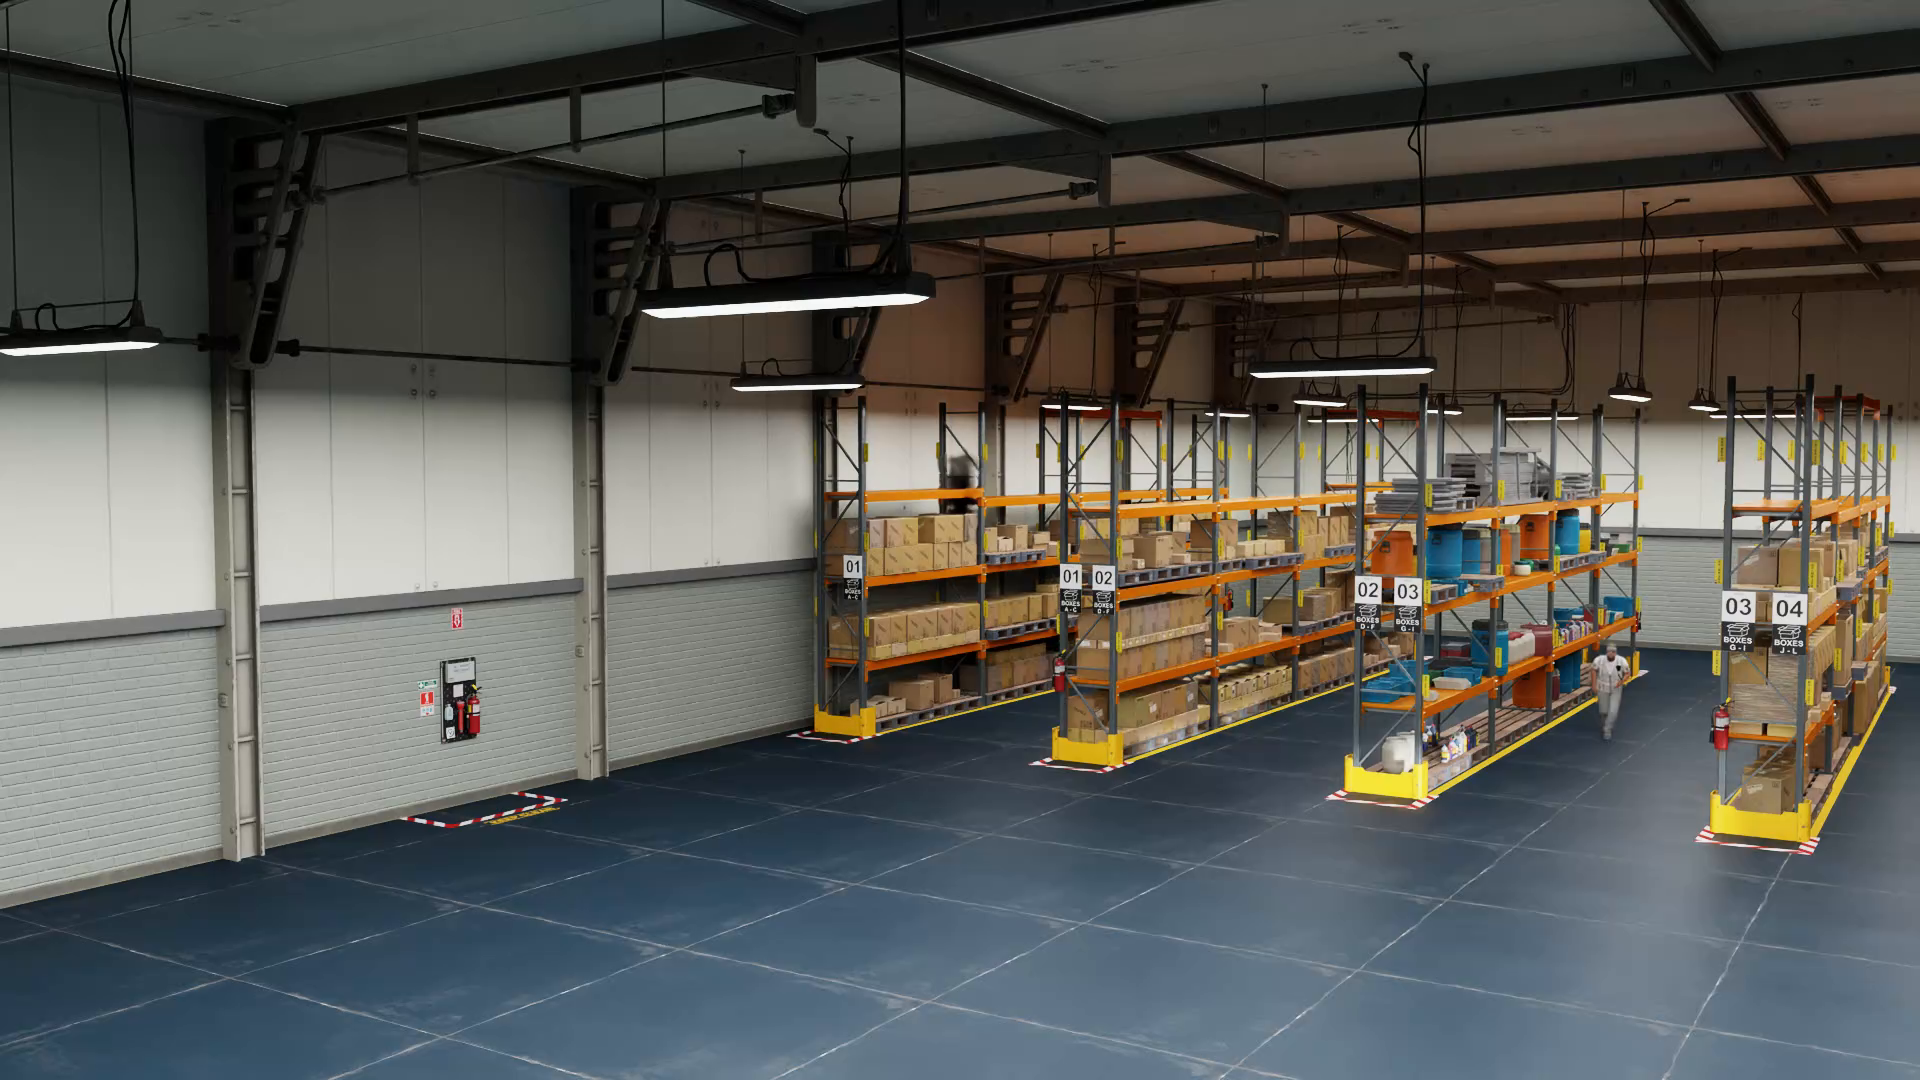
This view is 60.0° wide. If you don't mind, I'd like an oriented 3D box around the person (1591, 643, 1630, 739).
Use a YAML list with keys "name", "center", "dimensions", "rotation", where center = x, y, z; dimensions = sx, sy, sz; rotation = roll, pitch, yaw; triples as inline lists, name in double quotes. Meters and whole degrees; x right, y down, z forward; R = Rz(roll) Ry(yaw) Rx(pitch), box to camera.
- name: "person"
  center: [11.401, 2.625, 29.145]
  dimensions: [0.628, 1.704, 0.717]
  rotation: [1, 3, 13]
